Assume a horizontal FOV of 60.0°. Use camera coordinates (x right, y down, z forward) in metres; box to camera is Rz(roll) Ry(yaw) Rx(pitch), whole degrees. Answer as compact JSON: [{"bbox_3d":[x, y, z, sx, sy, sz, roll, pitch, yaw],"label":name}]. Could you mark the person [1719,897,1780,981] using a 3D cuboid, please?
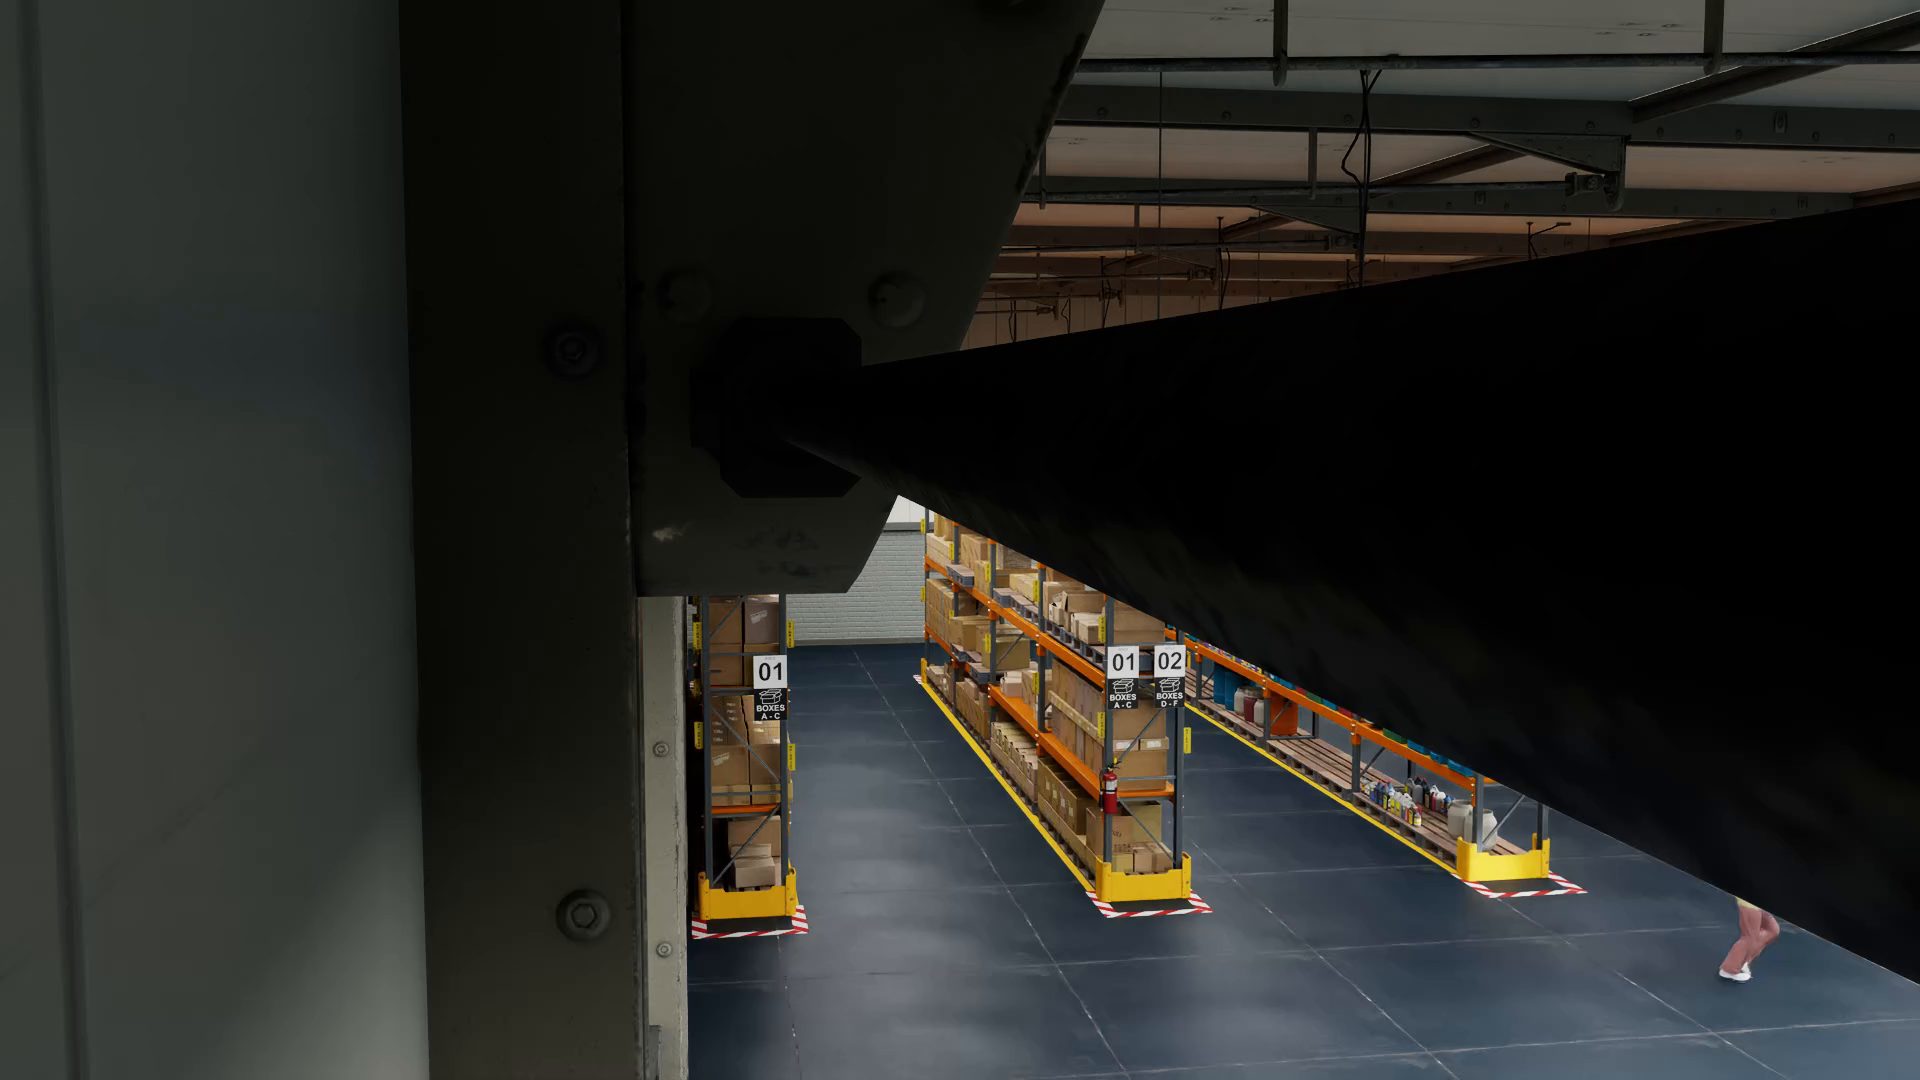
[{"bbox_3d":[8.512,3.926,17.851,0.616,1.635,0.556,2,5,18],"label":"person"}]
